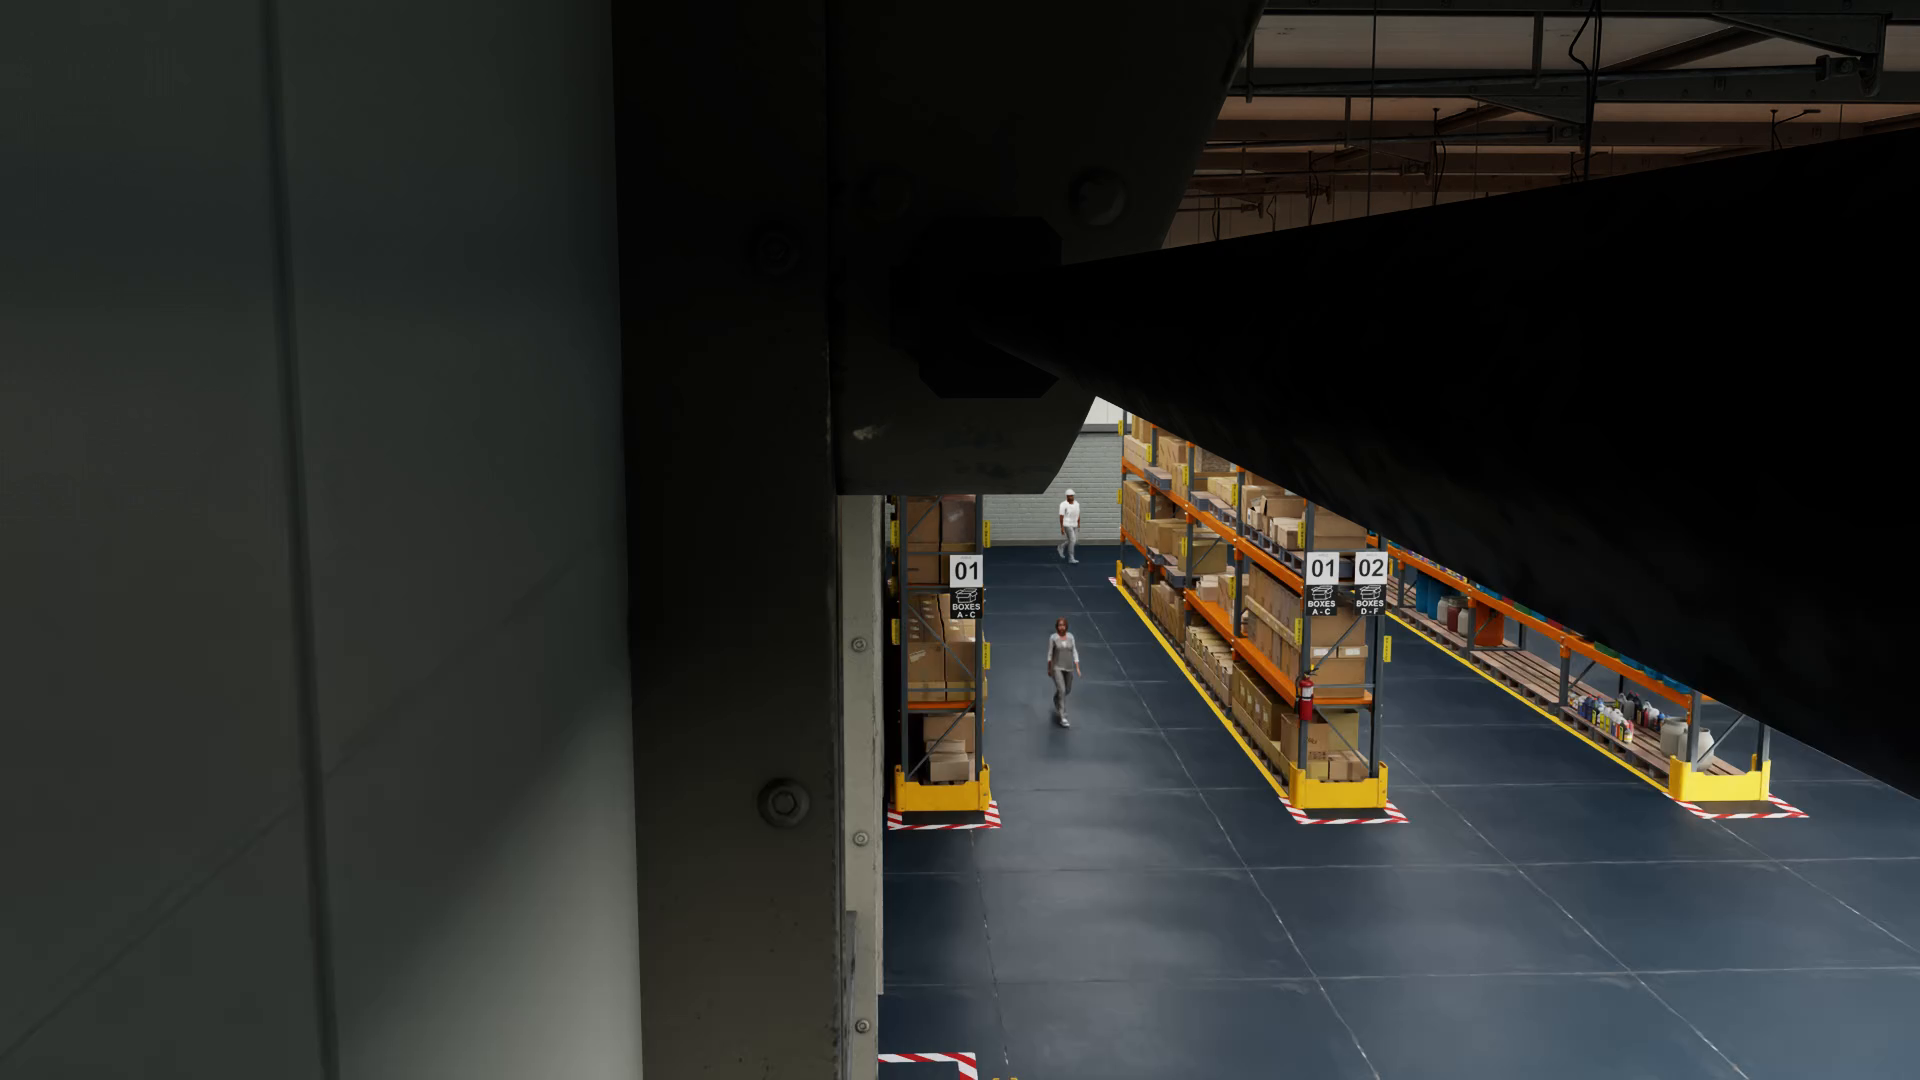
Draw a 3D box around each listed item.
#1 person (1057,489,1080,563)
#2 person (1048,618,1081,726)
[{"bbox_3d":[2.573,-0.344,39.321,0.729,1.751,0.558,7,11,38],"label":"person"},{"bbox_3d":[1.519,1.913,24.707,0.421,1.552,0.899,-3,9,-18],"label":"person"}]
